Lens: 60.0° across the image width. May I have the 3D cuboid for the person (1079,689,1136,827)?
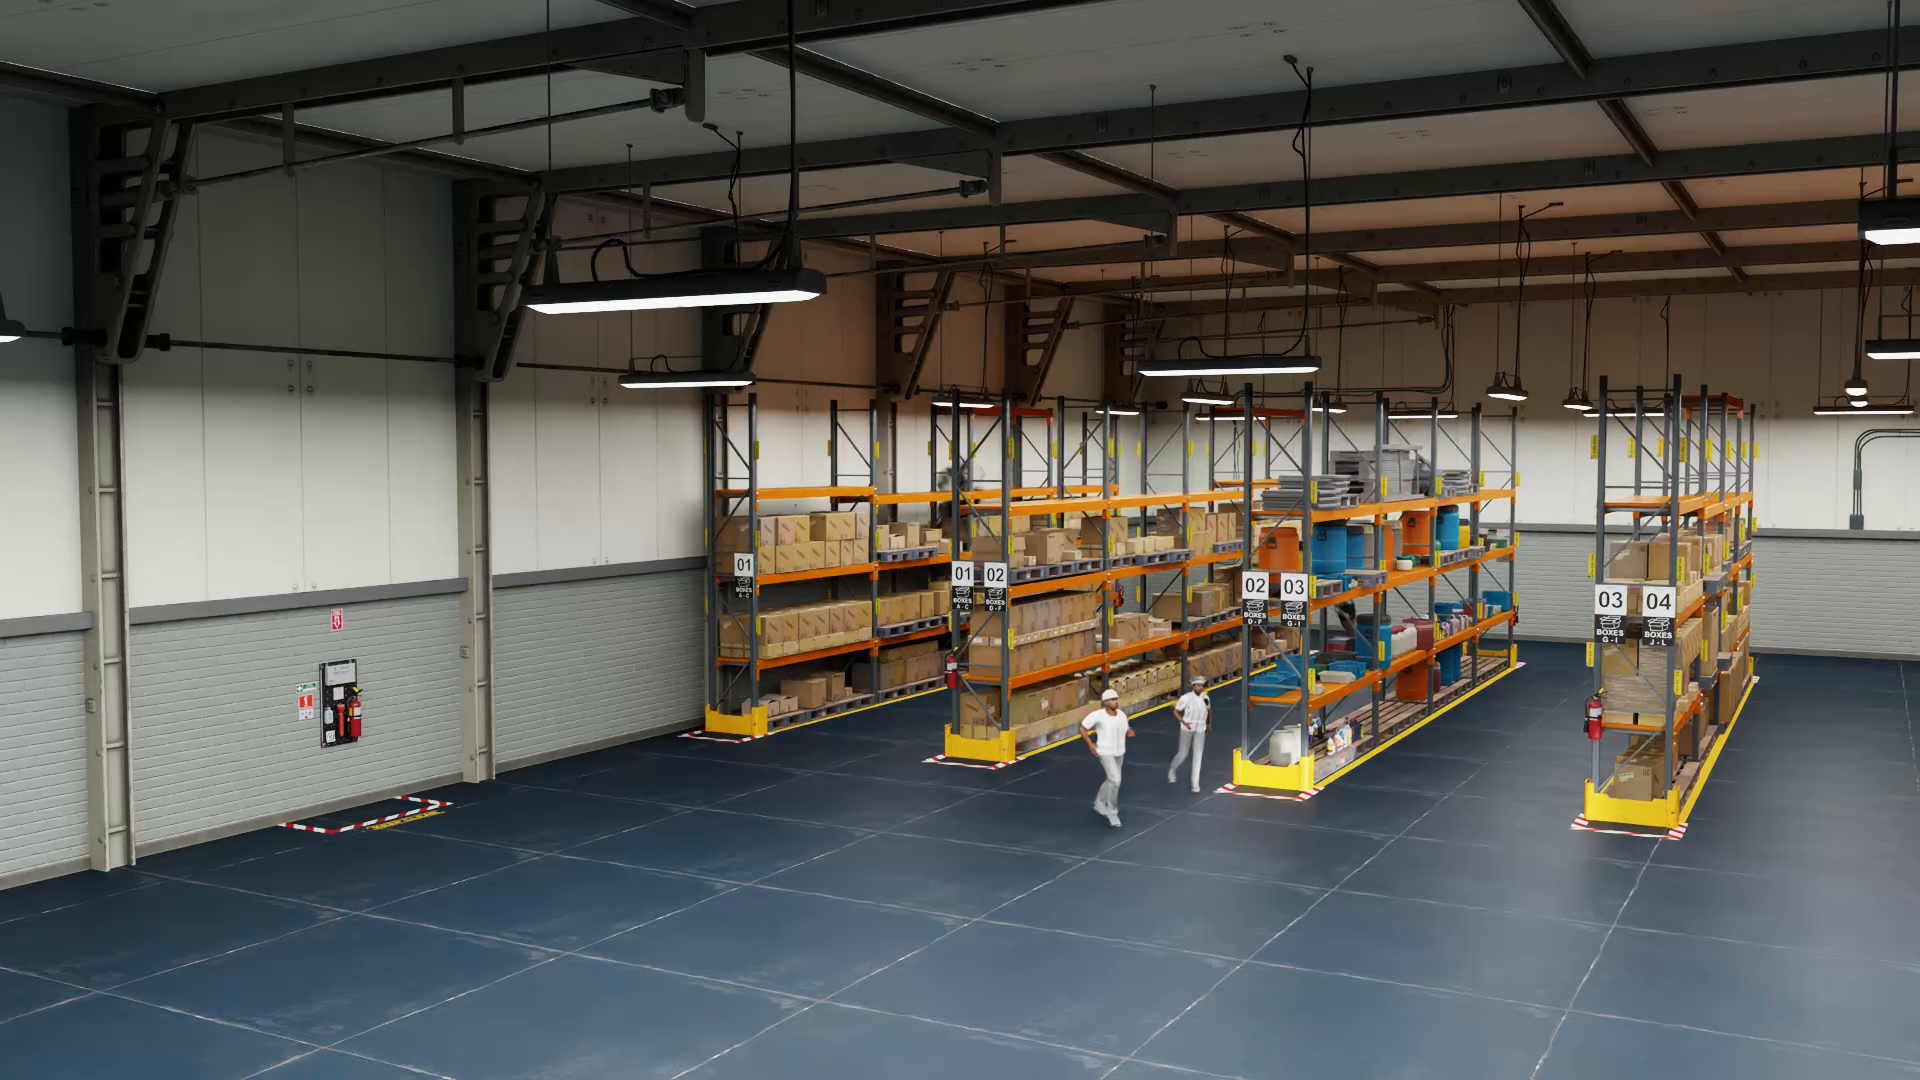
[{"bbox_3d":[2.024,2.917,22.360,0.675,1.830,0.722,-2,4,-38],"label":"person"}]

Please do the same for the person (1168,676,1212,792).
[{"bbox_3d":[3.473,2.826,24.590,0.632,1.661,0.933,-1,3,-11],"label":"person"}]

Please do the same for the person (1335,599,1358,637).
[{"bbox_3d":[9.502,1.979,40.835,0.688,1.658,0.628,-2,3,-27],"label":"person"}]
